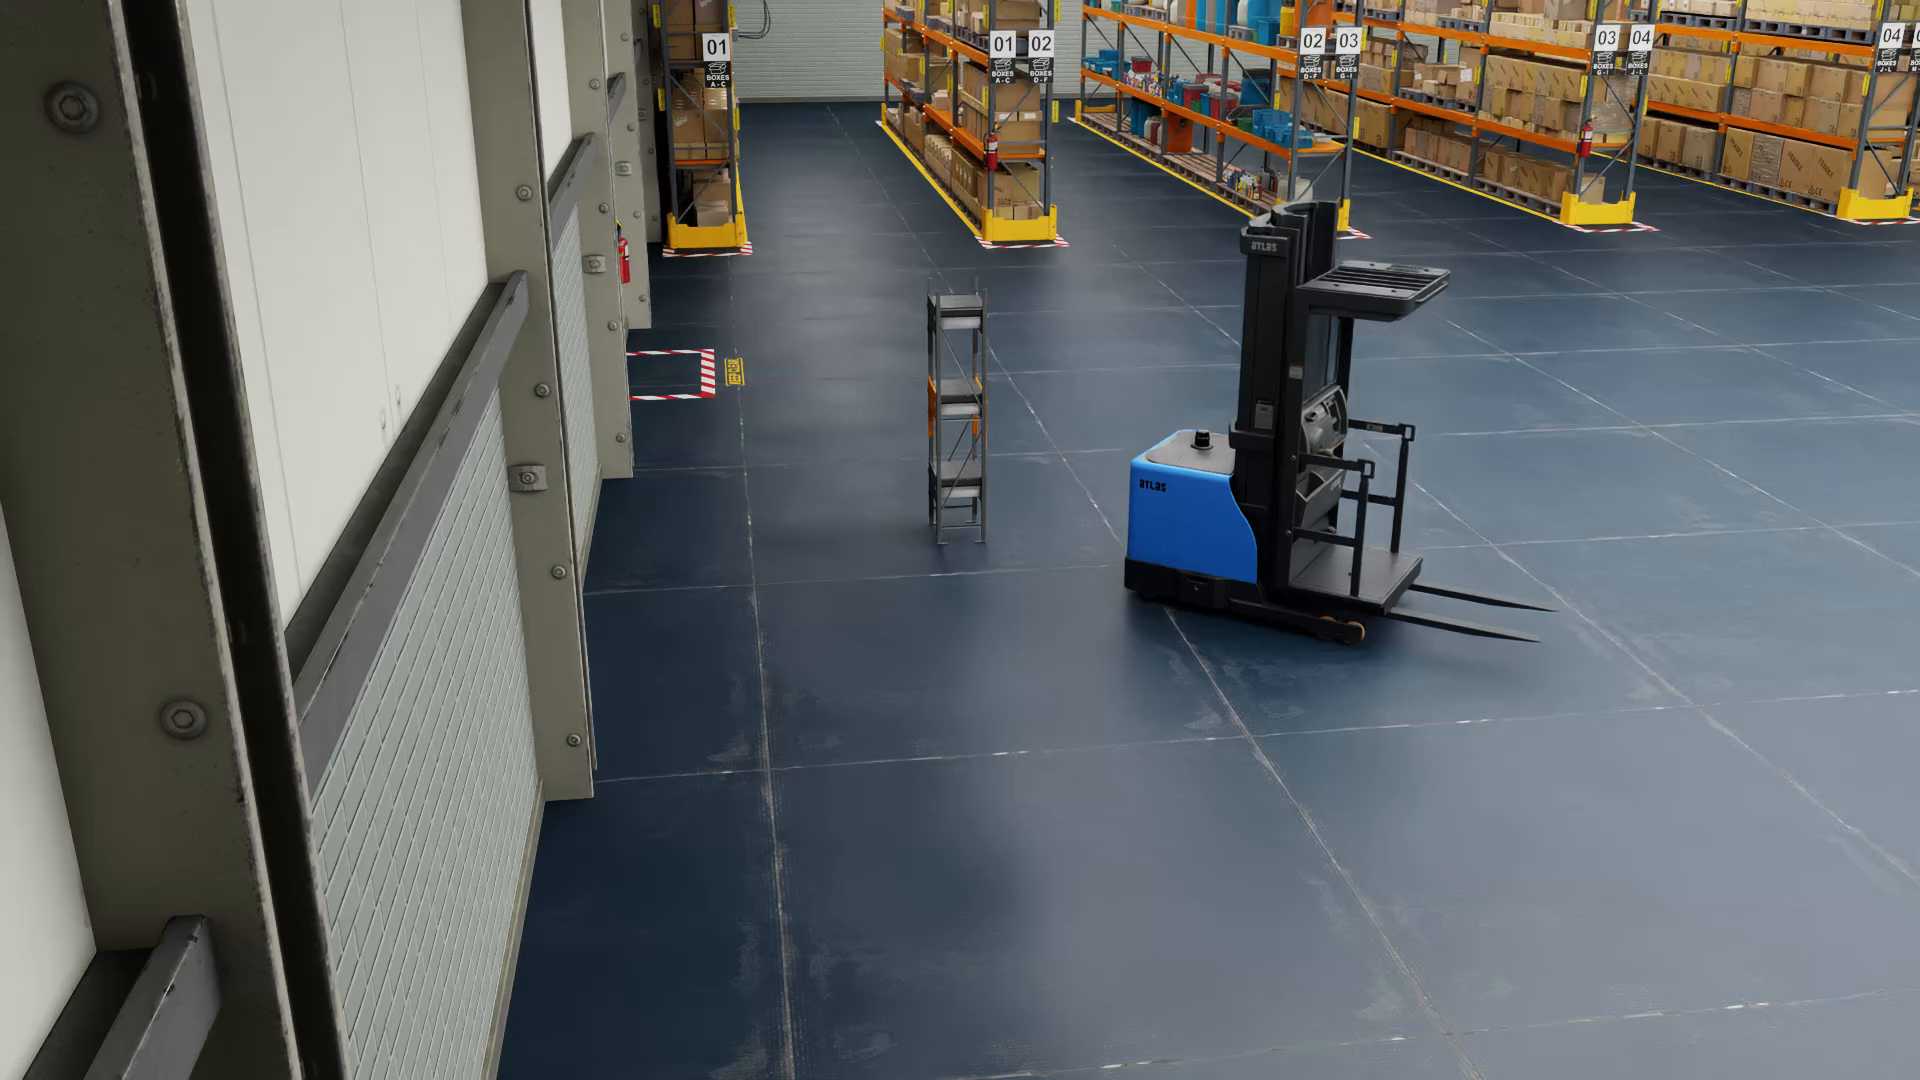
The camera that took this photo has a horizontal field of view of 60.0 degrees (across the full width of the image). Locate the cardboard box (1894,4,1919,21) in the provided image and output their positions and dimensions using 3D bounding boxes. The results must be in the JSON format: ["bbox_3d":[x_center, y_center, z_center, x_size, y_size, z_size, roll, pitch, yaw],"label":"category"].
[{"bbox_3d":[15.852,-8.860,27.909,0.500,0.250,0.500,-3,21,-8],"label":"cardboard box"}]

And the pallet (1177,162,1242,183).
[{"bbox_3d":[4.937,-7.269,32.876,1.003,0.211,1.213,-3,21,-8],"label":"pallet"}]

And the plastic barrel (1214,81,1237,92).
[{"bbox_3d":[5.178,-8.692,32.506,0.433,0.535,0.433,0,20,0],"label":"plastic barrel"}]

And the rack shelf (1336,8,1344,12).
[{"bbox_3d":[8.727,-12.662,40.072,1.077,0.370,4.000,-3,21,-8],"label":"rack shelf"}]

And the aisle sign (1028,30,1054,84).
[{"bbox_3d":[1.254,-7.459,25.684,0.394,0.787,0.004,-3,21,-8],"label":"aisle sign"}]

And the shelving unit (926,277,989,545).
[{"bbox_3d":[-0.024,-1.041,13.502,0.431,2.100,0.503,-3,21,-8],"label":"shelving unit"}]

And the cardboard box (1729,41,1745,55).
[{"bbox_3d":[18.601,-11.750,39.316,0.500,0.500,0.500,-3,21,-7],"label":"cardboard box"}]

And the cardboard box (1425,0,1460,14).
[{"bbox_3d":[9.554,-10.678,32.873,0.500,0.500,0.500,-4,21,-9],"label":"cardboard box"}]

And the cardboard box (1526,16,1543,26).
[{"bbox_3d":[10.136,-9.076,29.086,0.380,0.149,0.250,-3,21,-9],"label":"cardboard box"}]

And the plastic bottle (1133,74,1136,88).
[{"bbox_3d":[3.873,-10.141,36.748,0.061,0.283,0.133,-3,21,-8],"label":"plastic bottle"}]

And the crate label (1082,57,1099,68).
[{"bbox_3d":[3.247,-11.884,41.402,0.416,0.233,0.303,-3,21,-8],"label":"crate label"}]

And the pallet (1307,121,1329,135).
[{"bbox_3d":[8.983,-9.862,39.820,1.003,0.211,1.213,-3,21,-8],"label":"pallet"}]

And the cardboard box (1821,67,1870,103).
[{"bbox_3d":[15.482,-7.854,28.700,0.875,0.550,0.550,-3,21,-8],"label":"cardboard box"}]

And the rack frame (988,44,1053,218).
[{"bbox_3d":[0.942,-6.248,26.159,1.000,3.000,0.127,-3,21,-8],"label":"rack frame"}]

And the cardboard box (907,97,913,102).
[{"bbox_3d":[-1.042,-10.647,40.880,0.500,0.500,0.500,-3,21,-8],"label":"cardboard box"}]

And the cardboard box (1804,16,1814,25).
[{"bbox_3d":[15.065,-9.119,29.173,0.380,0.149,0.250,-3,21,-7],"label":"cardboard box"}]

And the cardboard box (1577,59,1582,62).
[{"bbox_3d":[13.848,-10.590,36.691,0.380,0.149,0.250,-3,21,-8],"label":"cardboard box"}]

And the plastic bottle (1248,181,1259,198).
[{"bbox_3d":[5.136,-6.129,29.104,0.152,0.276,0.135,-3,21,-7],"label":"plastic bottle"}]

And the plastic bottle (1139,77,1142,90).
[{"bbox_3d":[3.960,-9.970,36.306,0.097,0.271,0.097,0,20,0],"label":"plastic bottle"}]

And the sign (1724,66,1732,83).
[{"bbox_3d":[14.556,-8.821,31.506,0.100,0.325,0.005,-3,21,-8],"label":"sign"}]

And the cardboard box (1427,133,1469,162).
[{"bbox_3d":[9.890,-7.933,33.614,0.700,0.500,0.500,-1,21,-3],"label":"cardboard box"}]

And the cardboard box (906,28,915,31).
[{"bbox_3d":[-1.028,-12.163,40.423,0.500,0.500,0.500,-3,21,-8],"label":"cardboard box"}]

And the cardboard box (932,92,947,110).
[{"bbox_3d":[-0.274,-8.657,32.735,0.500,0.311,0.500,-3,21,-8],"label":"cardboard box"}]

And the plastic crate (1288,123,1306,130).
[{"bbox_3d":[5.752,-7.209,29.107,0.530,0.136,0.437,-3,21,-8],"label":"plastic crate"}]

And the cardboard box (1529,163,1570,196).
[{"bbox_3d":[10.480,-6.412,29.570,0.500,0.500,0.500,-1,21,-3],"label":"cardboard box"}]

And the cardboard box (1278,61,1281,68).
[{"bbox_3d":[8.202,-11.940,41.758,0.380,0.149,0.250,-3,21,-9],"label":"cardboard box"}]

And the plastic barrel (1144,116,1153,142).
[{"bbox_3d":[4.271,-9.049,36.611,0.421,0.512,0.421,0,20,0],"label":"plastic barrel"}]

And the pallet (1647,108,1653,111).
[{"bbox_3d":[18.438,-11.207,43.420,1.003,0.211,1.213,-3,21,-8],"label":"pallet"}]

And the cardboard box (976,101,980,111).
[{"bbox_3d":[0.472,-7.259,27.794,0.380,0.149,0.250,-3,21,-8],"label":"cardboard box"}]

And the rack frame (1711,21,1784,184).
[{"bbox_3d":[15.091,-8.347,31.777,1.000,3.000,0.127,-3,21,-8],"label":"rack frame"}]

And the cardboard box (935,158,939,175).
[{"bbox_3d":[-0.199,-7.199,32.035,0.500,0.250,0.500,-2,21,-7],"label":"cardboard box"}]

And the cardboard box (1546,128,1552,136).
[{"bbox_3d":[10.362,-7.064,28.701,0.380,0.149,0.250,-3,21,-8],"label":"cardboard box"}]

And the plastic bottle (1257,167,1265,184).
[{"bbox_3d":[5.503,-6.631,30.341,0.144,0.351,0.185,-3,21,-8],"label":"plastic bottle"}]

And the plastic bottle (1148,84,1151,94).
[{"bbox_3d":[4.080,-9.649,35.547,0.097,0.201,0.097,0,20,0],"label":"plastic bottle"}]

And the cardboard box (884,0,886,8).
[{"bbox_3d":[-1.542,-12.932,39.982,0.500,0.250,0.500,-3,21,-8],"label":"cardboard box"}]

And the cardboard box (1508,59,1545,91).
[{"bbox_3d":[10.127,-8.271,29.578,0.500,0.500,0.500,-3,21,-8],"label":"cardboard box"}]

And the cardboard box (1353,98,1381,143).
[{"bbox_3d":[9.392,-9.267,36.677,1.225,0.875,0.875,-3,21,-8],"label":"cardboard box"}]

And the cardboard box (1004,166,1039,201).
[{"bbox_3d":[1.011,-5.878,27.425,0.500,0.500,0.500,-3,21,-8],"label":"cardboard box"}]

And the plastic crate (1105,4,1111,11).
[{"bbox_3d":[3.554,-12.355,38.597,0.293,0.136,0.466,-3,21,-8],"label":"plastic crate"}]

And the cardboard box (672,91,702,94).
[{"bbox_3d":[-4.604,-7.320,28.142,0.500,0.500,0.500,-3,21,-8],"label":"cardboard box"}]

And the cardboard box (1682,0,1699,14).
[{"bbox_3d":[14.621,-10.550,32.772,0.500,0.311,0.500,-4,21,-10],"label":"cardboard box"}]

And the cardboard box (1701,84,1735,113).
[{"bbox_3d":[14.752,-8.561,32.207,0.500,0.500,0.500,-3,21,-8],"label":"cardboard box"}]

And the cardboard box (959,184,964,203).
[{"bbox_3d":[0.266,-6.019,28.875,0.500,0.250,0.500,-3,21,-8],"label":"cardboard box"}]

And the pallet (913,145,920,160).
[{"bbox_3d":[-0.454,-8.394,35.888,1.003,0.211,1.213,-3,21,-8],"label":"pallet"}]

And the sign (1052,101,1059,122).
[{"bbox_3d":[1.492,-6.717,26.063,0.100,0.325,0.005,-3,21,-8],"label":"sign"}]

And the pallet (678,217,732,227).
[{"bbox_3d":[-4.053,-5.000,26.802,1.003,0.211,1.213,-3,21,-8],"label":"pallet"}]

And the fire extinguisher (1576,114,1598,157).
[{"bbox_3d":[10.306,-6.648,27.338,0.296,0.674,0.183,-3,21,-8],"label":"fire extinguisher"}]

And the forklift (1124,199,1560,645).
[{"bbox_3d":[2.777,-0.843,11.783,3.031,2.935,1.130,11,23,28],"label":"forklift"}]

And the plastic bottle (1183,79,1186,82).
[{"bbox_3d":[4.827,-9.781,35.783,0.061,0.283,0.133,-3,21,-8],"label":"plastic bottle"}]

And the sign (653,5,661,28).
[{"bbox_3d":[-4.512,-7.796,24.750,0.100,0.325,0.005,-3,21,-8],"label":"sign"}]

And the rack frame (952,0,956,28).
[{"bbox_3d":[0.365,-10.444,28.817,1.000,3.000,0.127,-3,21,-8],"label":"rack frame"}]

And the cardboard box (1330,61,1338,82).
[{"bbox_3d":[8.834,-10.776,38.139,0.500,0.500,0.500,-3,21,-8],"label":"cardboard box"}]

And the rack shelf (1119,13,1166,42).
[{"bbox_3d":[4.402,-11.027,35.695,1.077,0.370,4.000,-3,21,-8],"label":"rack shelf"}]

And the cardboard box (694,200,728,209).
[{"bbox_3d":[-4.052,-5.385,27.062,0.500,0.311,0.500,-1,21,-3],"label":"cardboard box"}]
